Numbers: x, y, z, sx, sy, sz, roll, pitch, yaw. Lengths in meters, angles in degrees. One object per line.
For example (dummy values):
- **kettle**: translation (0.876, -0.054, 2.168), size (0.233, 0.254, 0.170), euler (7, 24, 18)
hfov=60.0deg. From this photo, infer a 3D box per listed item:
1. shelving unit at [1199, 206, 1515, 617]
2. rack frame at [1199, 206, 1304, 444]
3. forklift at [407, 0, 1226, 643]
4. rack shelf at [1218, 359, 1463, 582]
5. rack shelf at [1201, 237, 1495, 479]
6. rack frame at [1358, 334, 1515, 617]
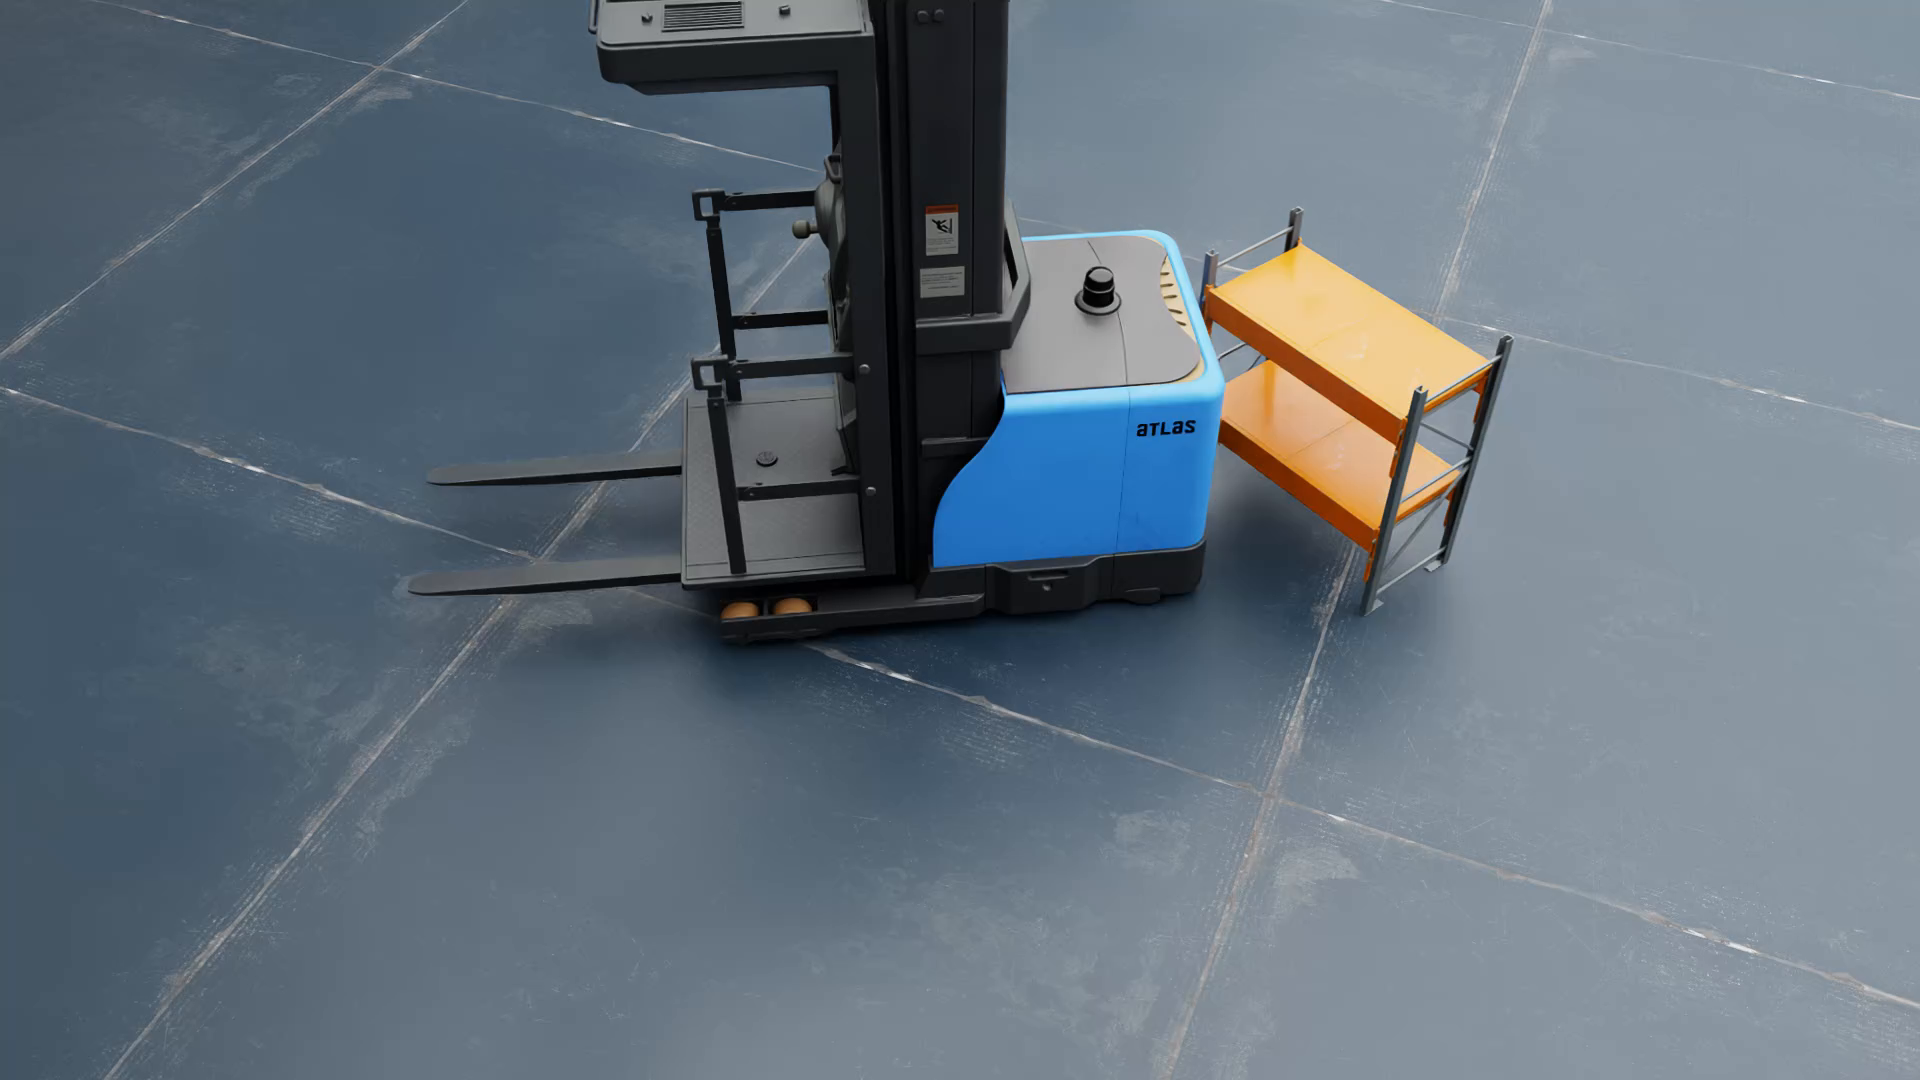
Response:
- **shelving unit**: translation (1.441, -0.498, 6.453), size (0.538, 1.125, 1.048), euler (-29, 52, -26)
- **rack frame**: translation (1.127, -0.780, 6.737), size (0.500, 1.125, 0.032), euler (-29, 52, -26)
- **forklift**: translation (-0.607, -1.038, 5.716), size (3.031, 2.935, 1.130), euler (-4, 45, -4)
- **rack shelf**: translation (1.441, -0.325, 6.625), size (0.538, 0.278, 1.000), euler (-29, 52, -26)
- **rack shelf**: translation (1.441, -0.706, 6.247), size (0.538, 0.278, 1.000), euler (-29, 52, -26)
- **rack frame**: translation (1.755, -0.216, 6.169), size (0.500, 1.125, 0.032), euler (-29, 52, -26)
